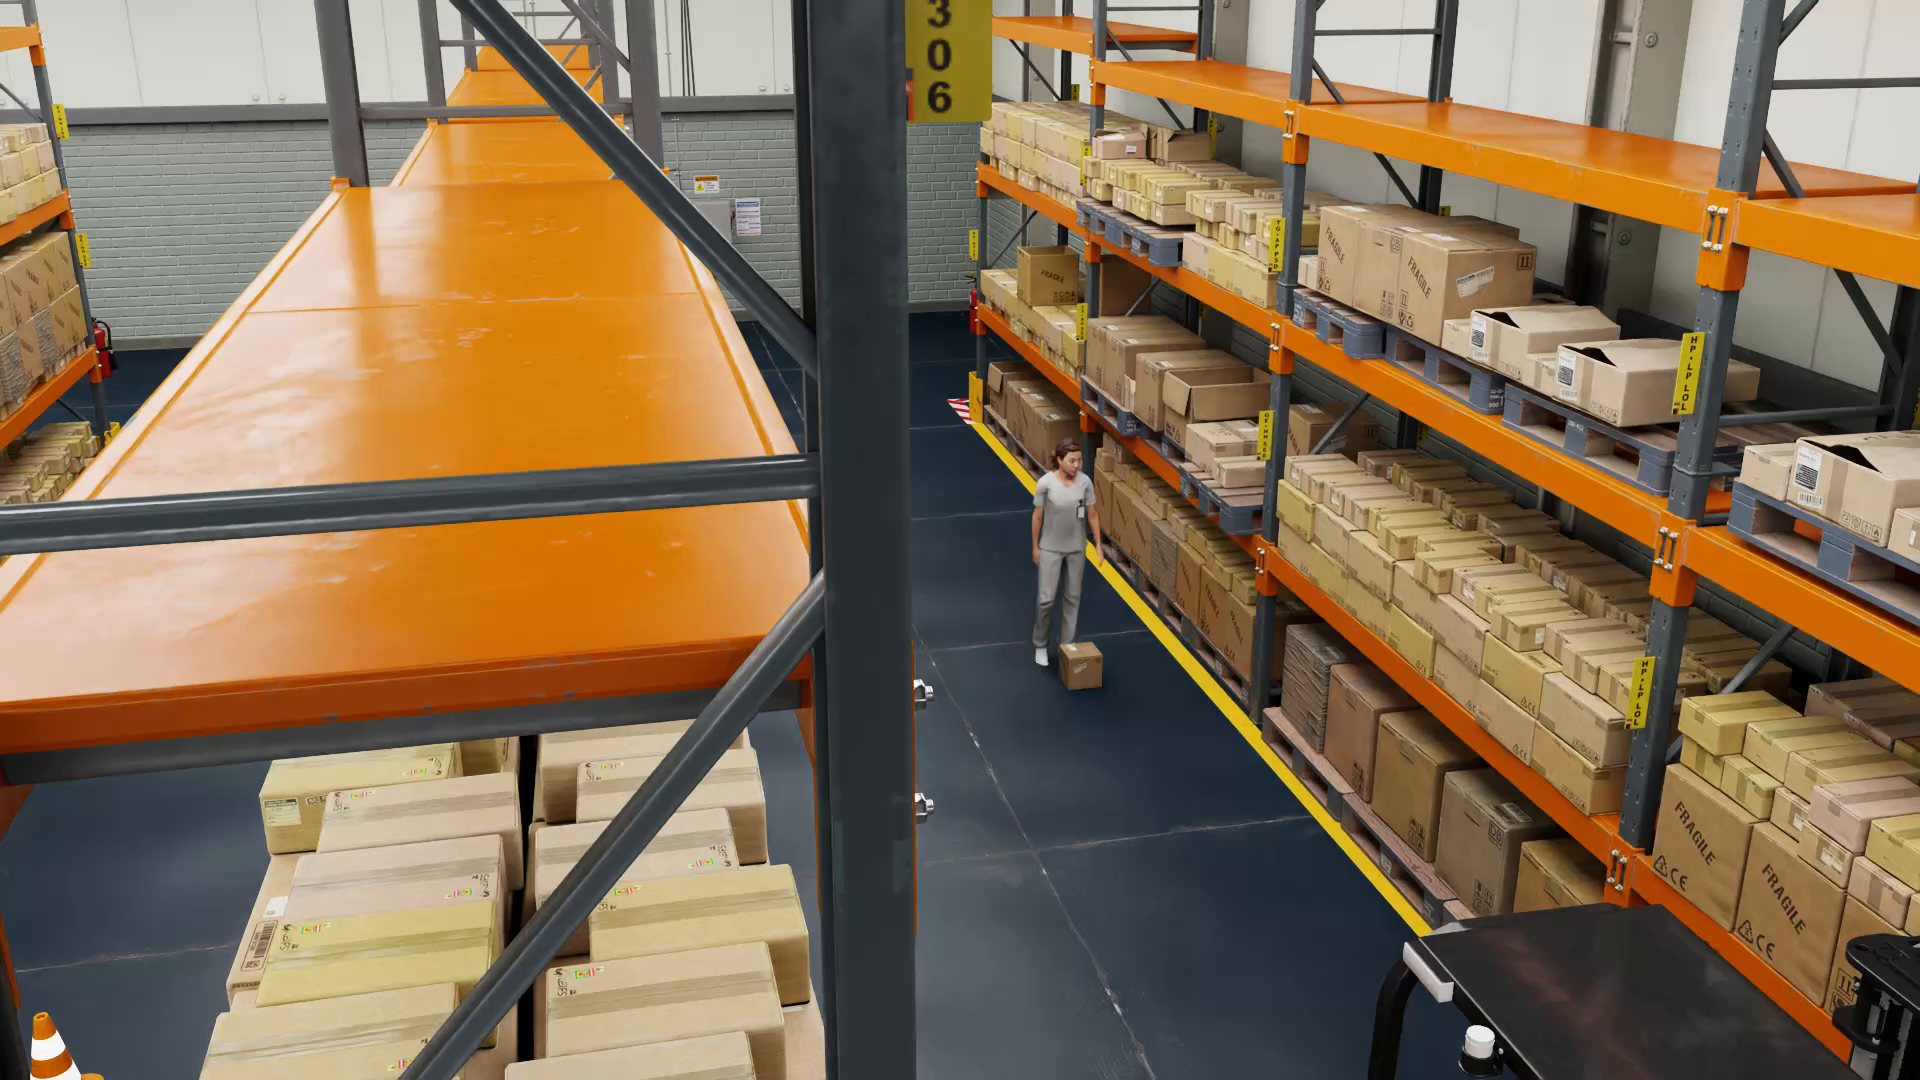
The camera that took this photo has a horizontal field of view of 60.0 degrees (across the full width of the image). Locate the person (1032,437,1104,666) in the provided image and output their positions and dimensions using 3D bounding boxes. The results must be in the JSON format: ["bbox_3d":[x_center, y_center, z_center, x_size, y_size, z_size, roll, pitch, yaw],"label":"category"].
[{"bbox_3d":[0.780,0.091,12.120,0.509,1.717,0.423,-4,20,-11],"label":"person"}]
